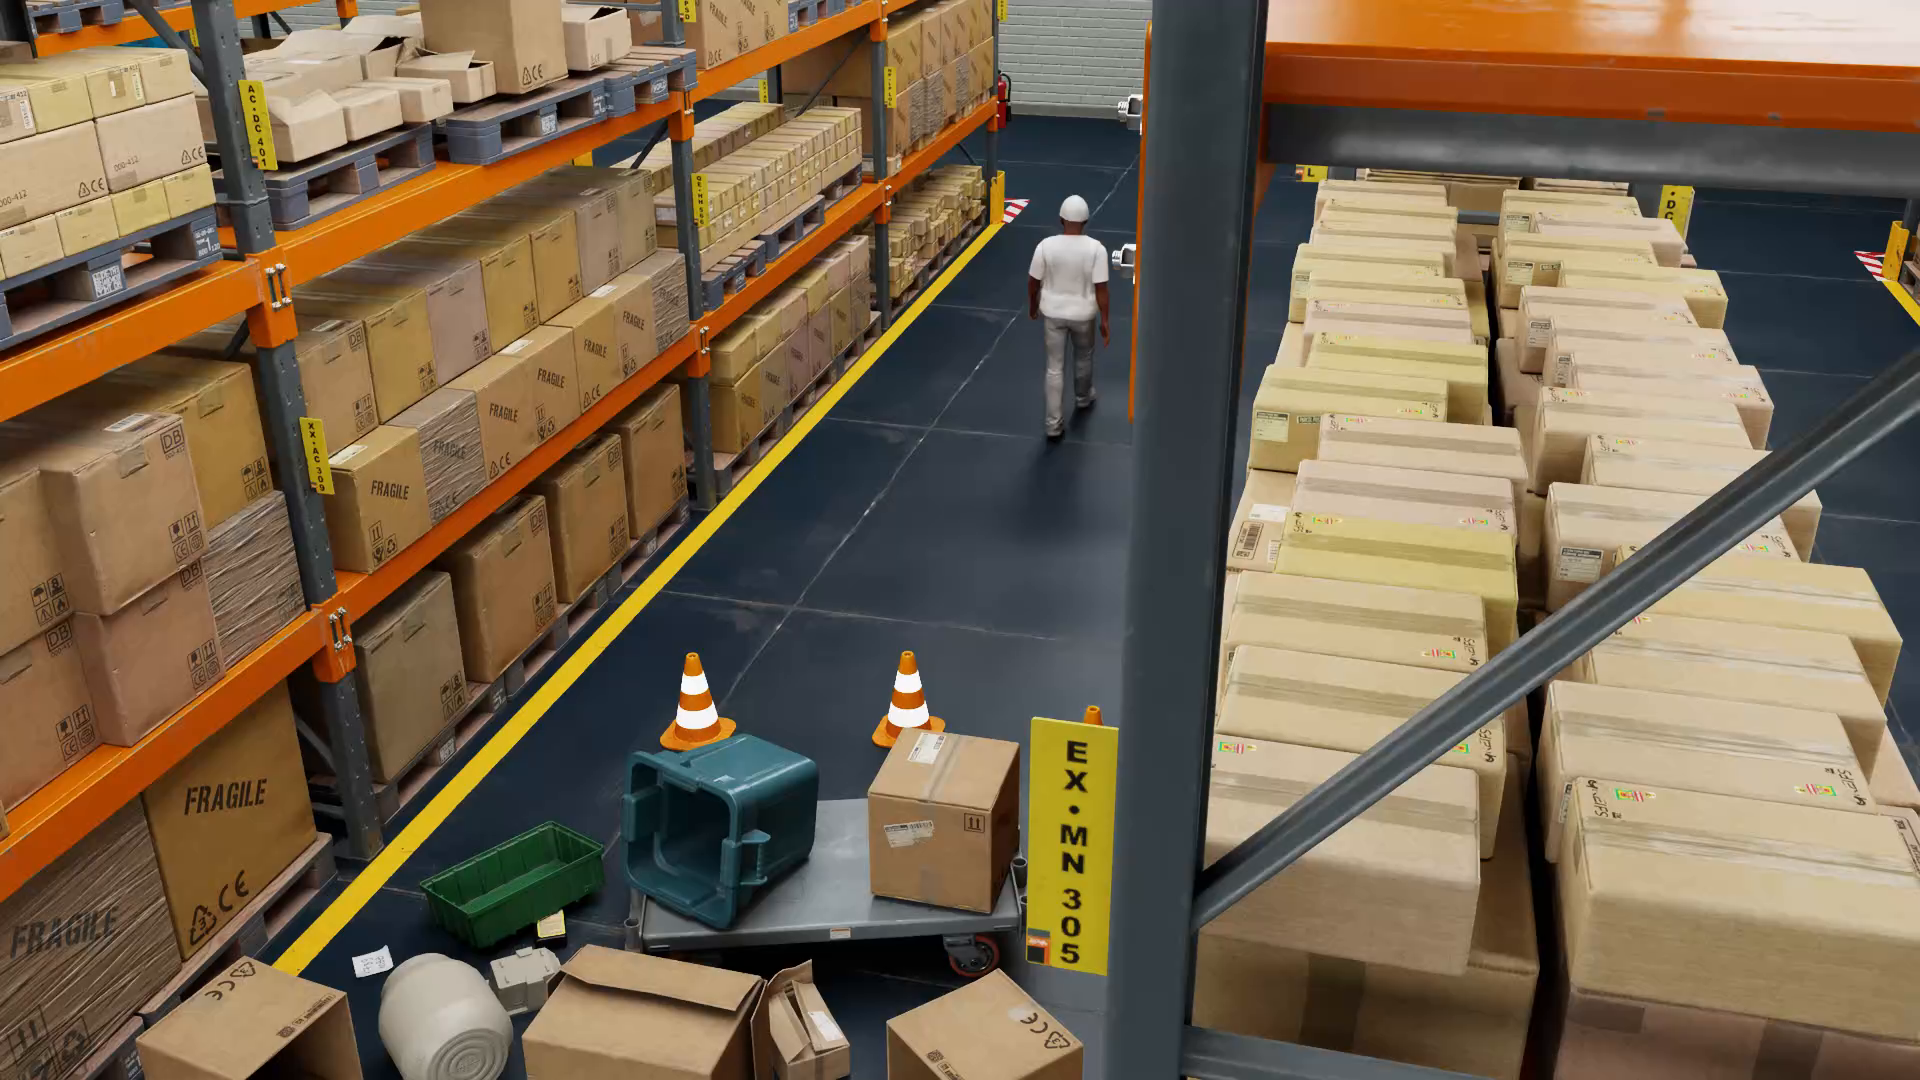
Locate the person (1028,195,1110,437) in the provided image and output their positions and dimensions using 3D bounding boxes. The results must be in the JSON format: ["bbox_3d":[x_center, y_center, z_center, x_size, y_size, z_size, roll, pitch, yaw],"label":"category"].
[{"bbox_3d":[0.804,-1.709,12.189,0.612,1.710,0.989,2,25,5],"label":"person"}]
